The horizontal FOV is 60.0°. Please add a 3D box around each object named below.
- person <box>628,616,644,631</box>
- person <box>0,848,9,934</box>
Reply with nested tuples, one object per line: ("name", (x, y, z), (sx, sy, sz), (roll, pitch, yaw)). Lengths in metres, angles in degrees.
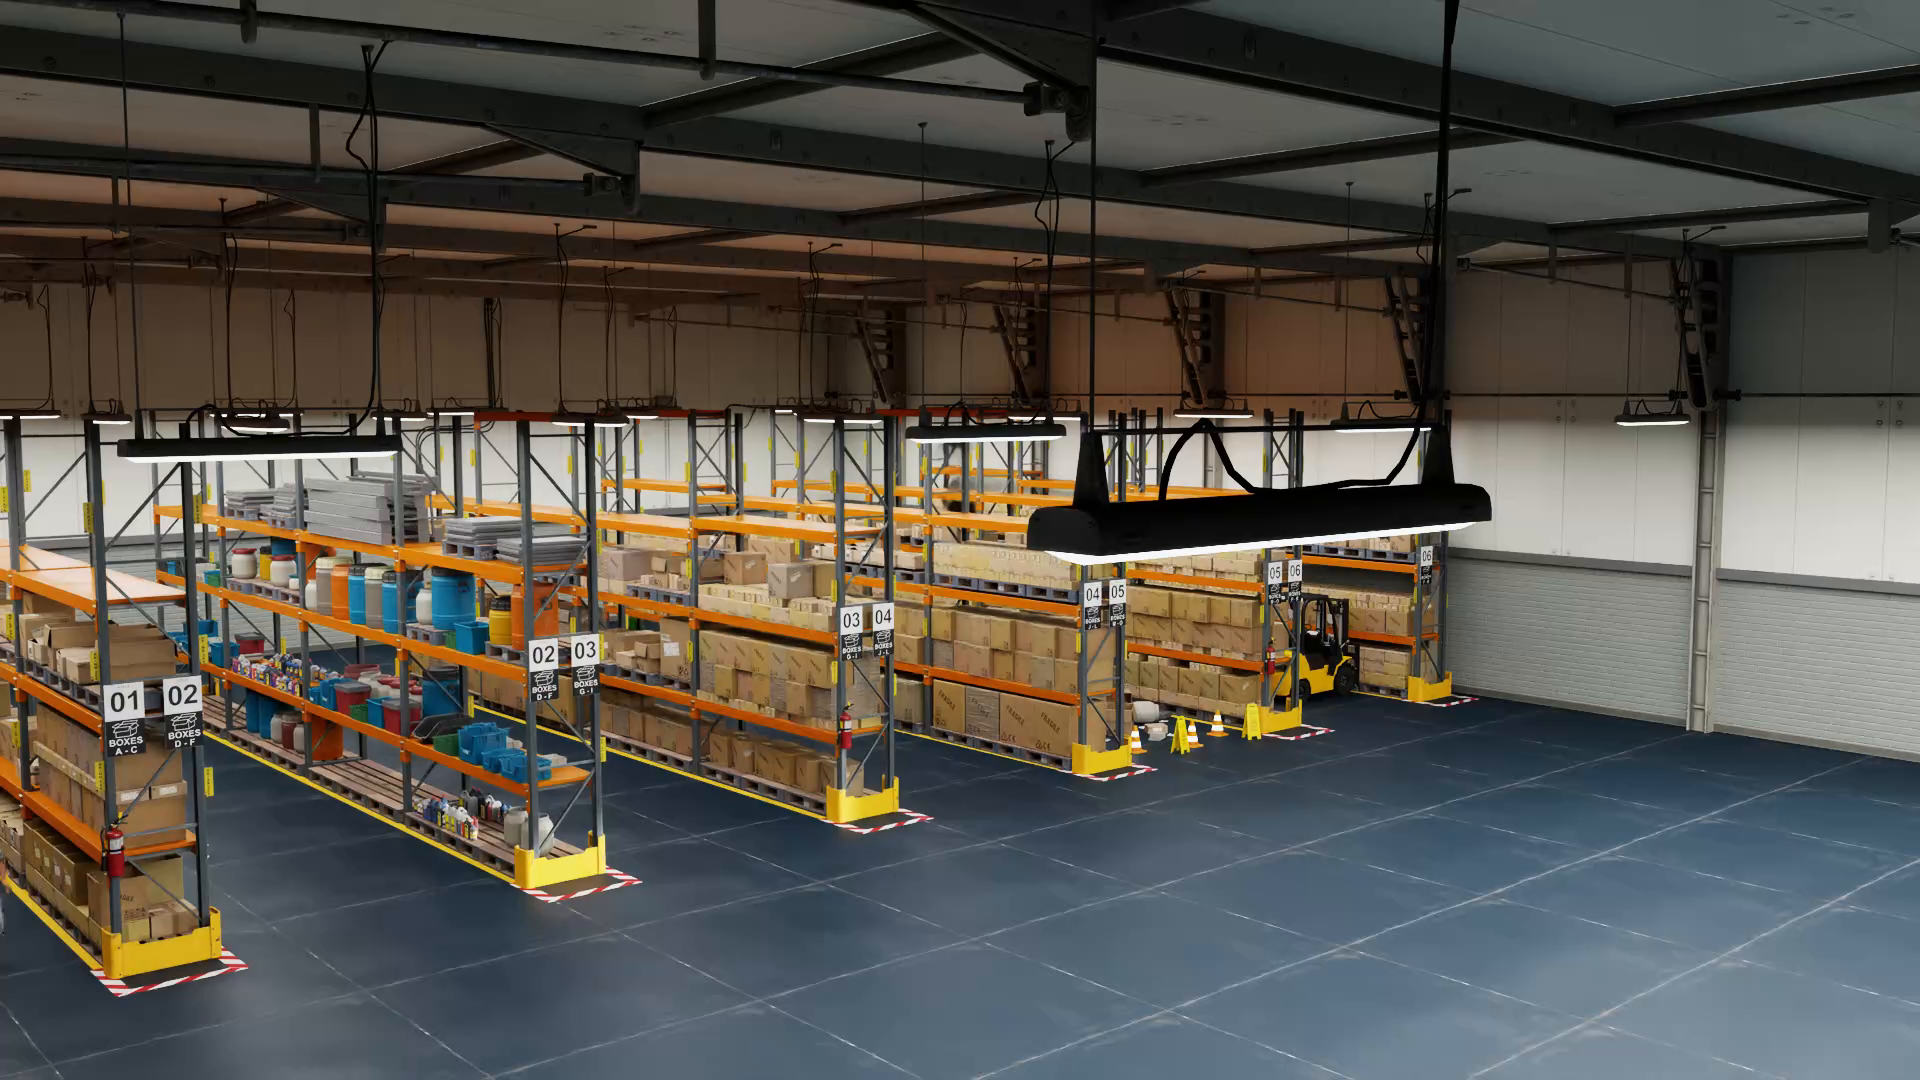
("person", (-8.139, 1.787, 41.919), (0.649, 1.754, 0.645), (4, 7, 41))
("person", (-10.731, 3.912, 18.279), (0.543, 1.624, 0.636), (-5, 7, -42))
